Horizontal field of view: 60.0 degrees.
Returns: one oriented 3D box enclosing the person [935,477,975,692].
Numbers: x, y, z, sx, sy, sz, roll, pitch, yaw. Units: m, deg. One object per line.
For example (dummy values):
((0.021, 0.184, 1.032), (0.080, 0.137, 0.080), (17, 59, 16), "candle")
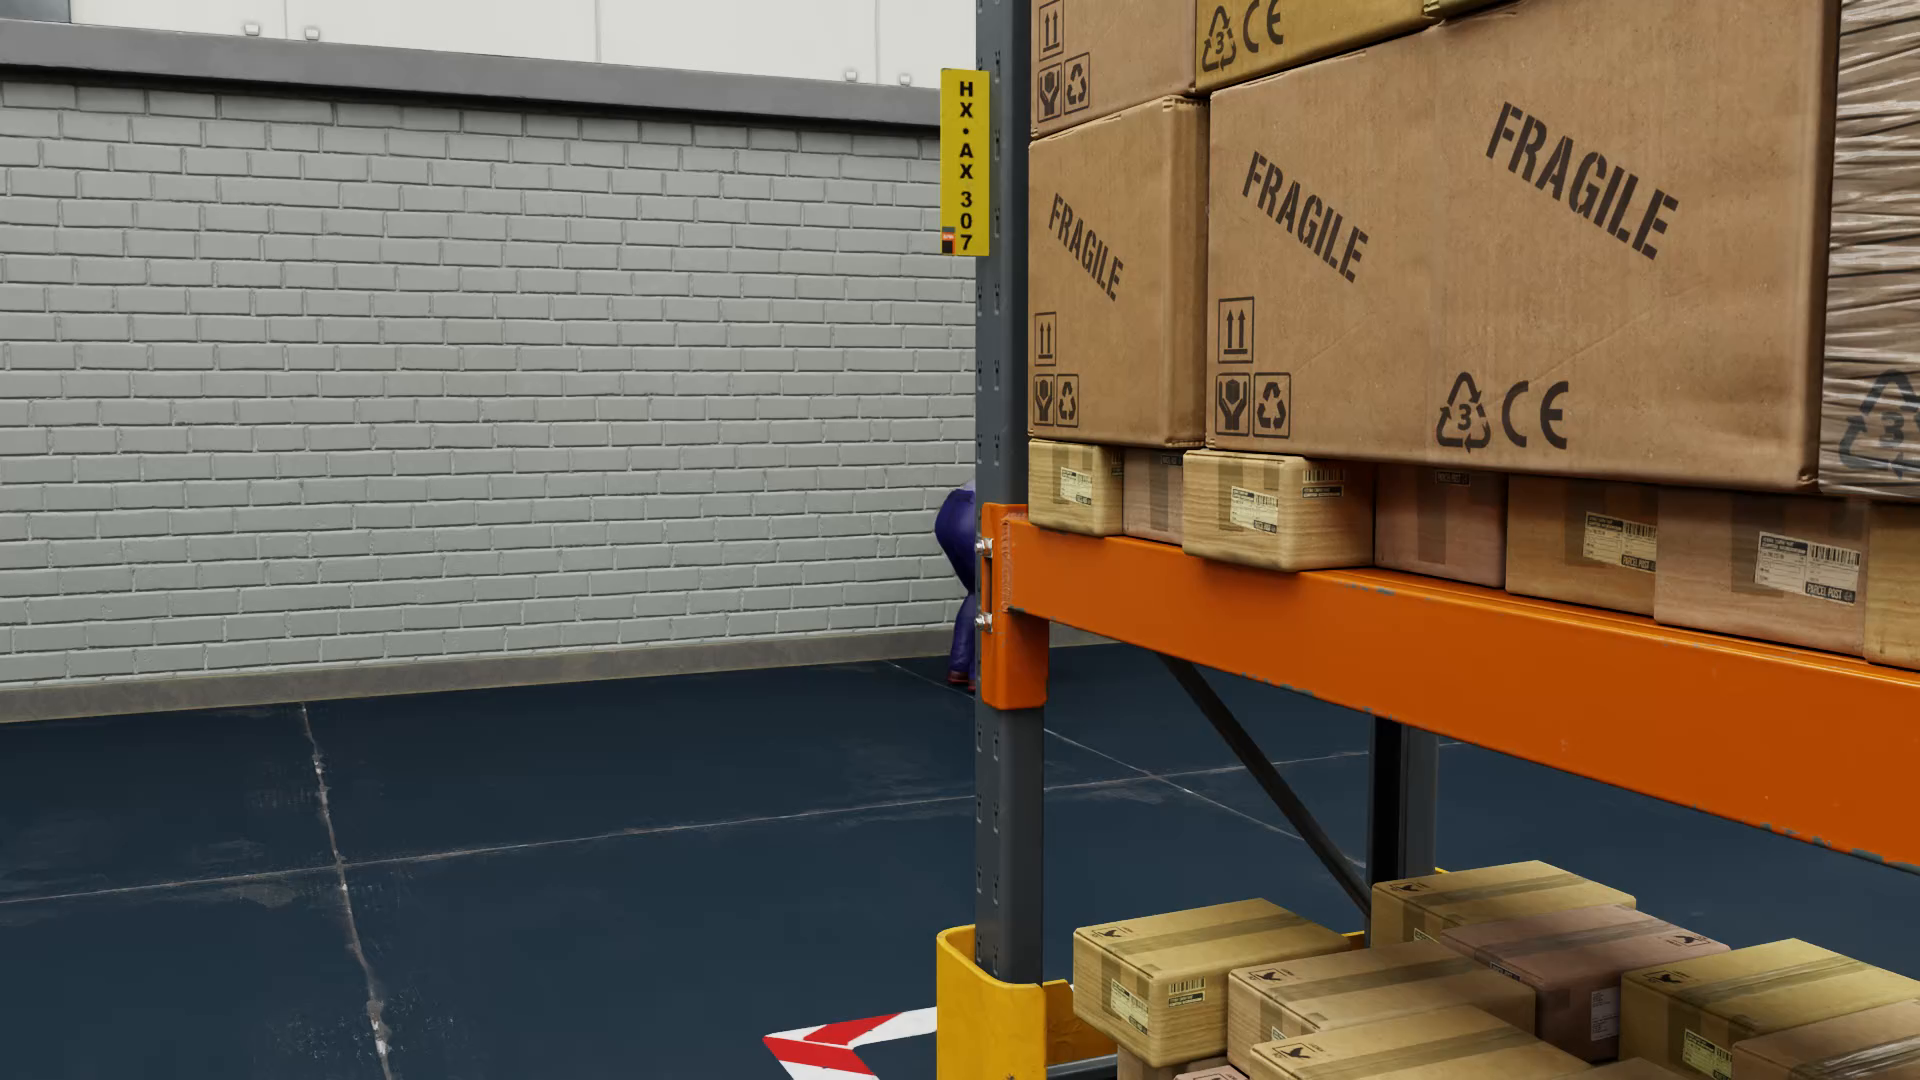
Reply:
((0.247, 0.033, 8.394), (0.729, 1.436, 0.453), (-3, 6, -25), "person")
